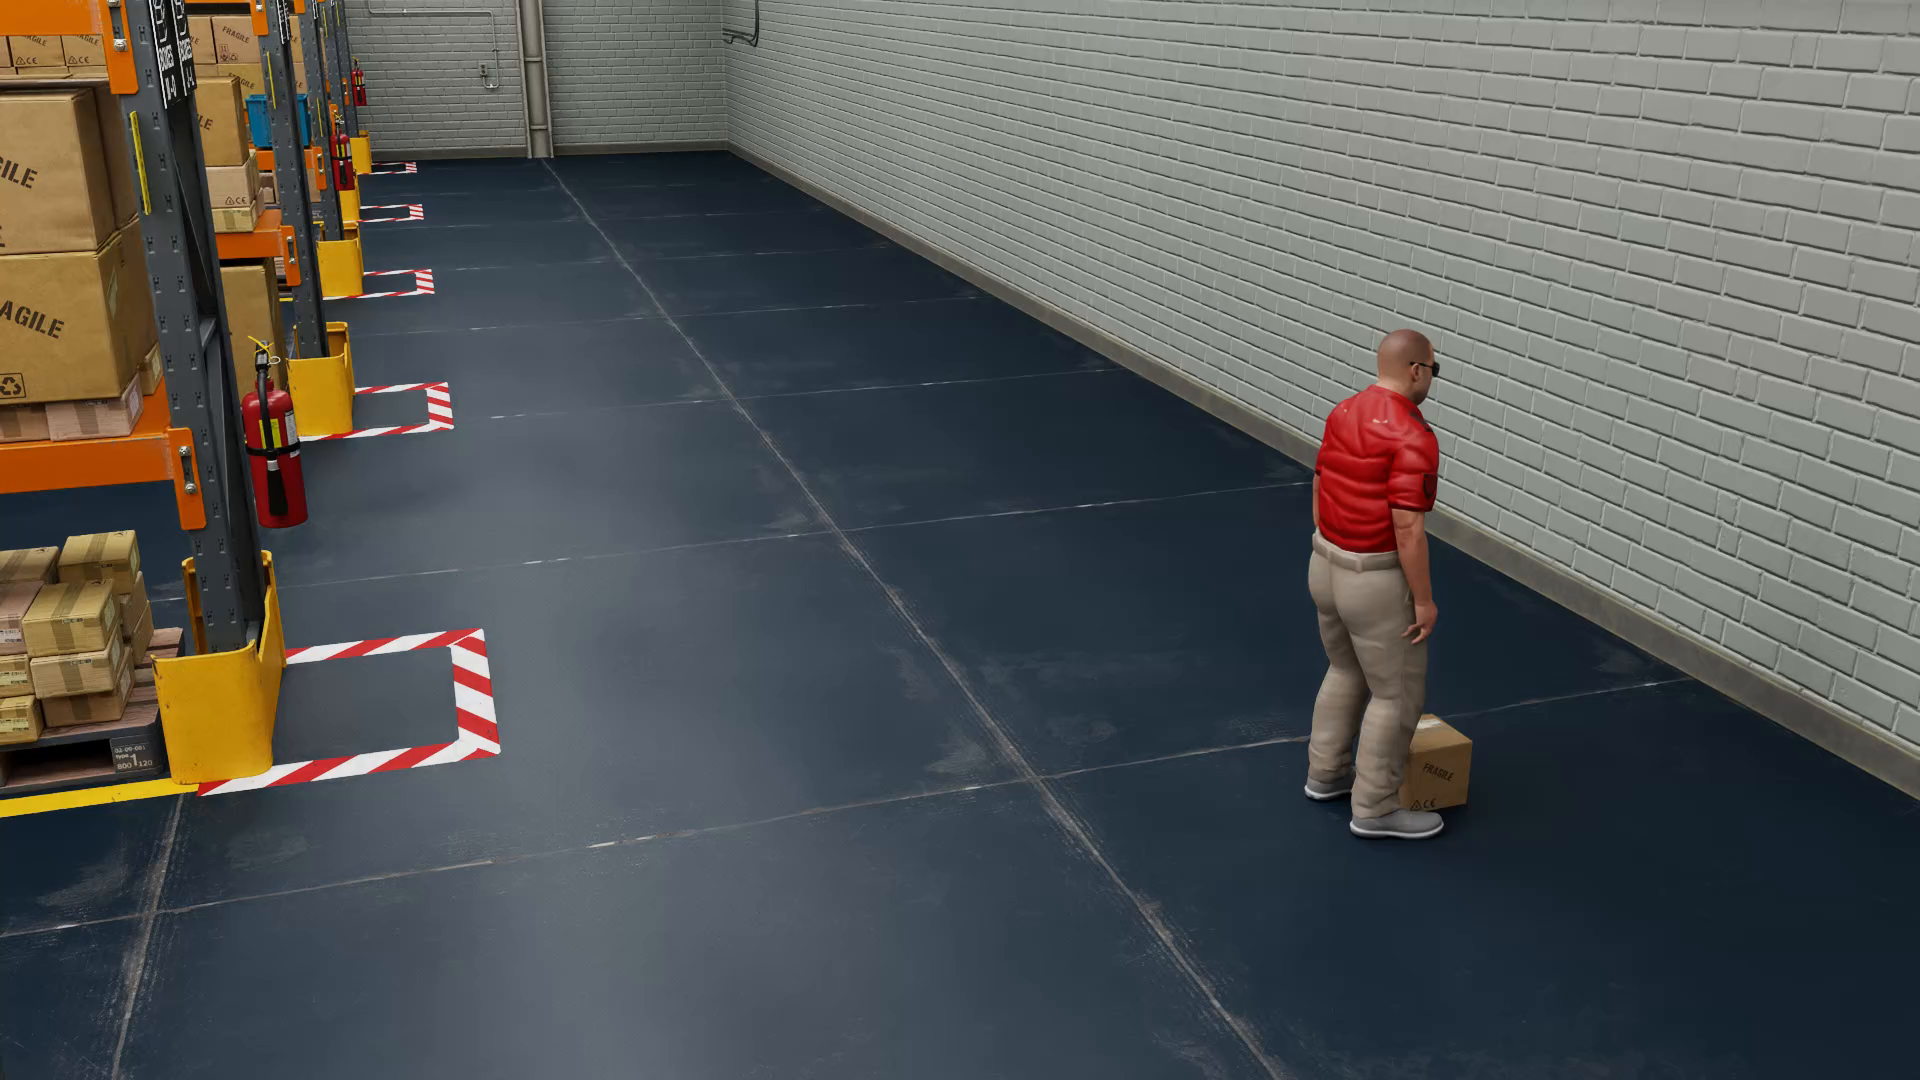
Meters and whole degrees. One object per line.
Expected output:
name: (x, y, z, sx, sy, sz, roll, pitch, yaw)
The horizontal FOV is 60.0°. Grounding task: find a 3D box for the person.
person: (1.418, 0.141, 5.680, 0.392, 1.725, 0.590, -7, 20, -20)
